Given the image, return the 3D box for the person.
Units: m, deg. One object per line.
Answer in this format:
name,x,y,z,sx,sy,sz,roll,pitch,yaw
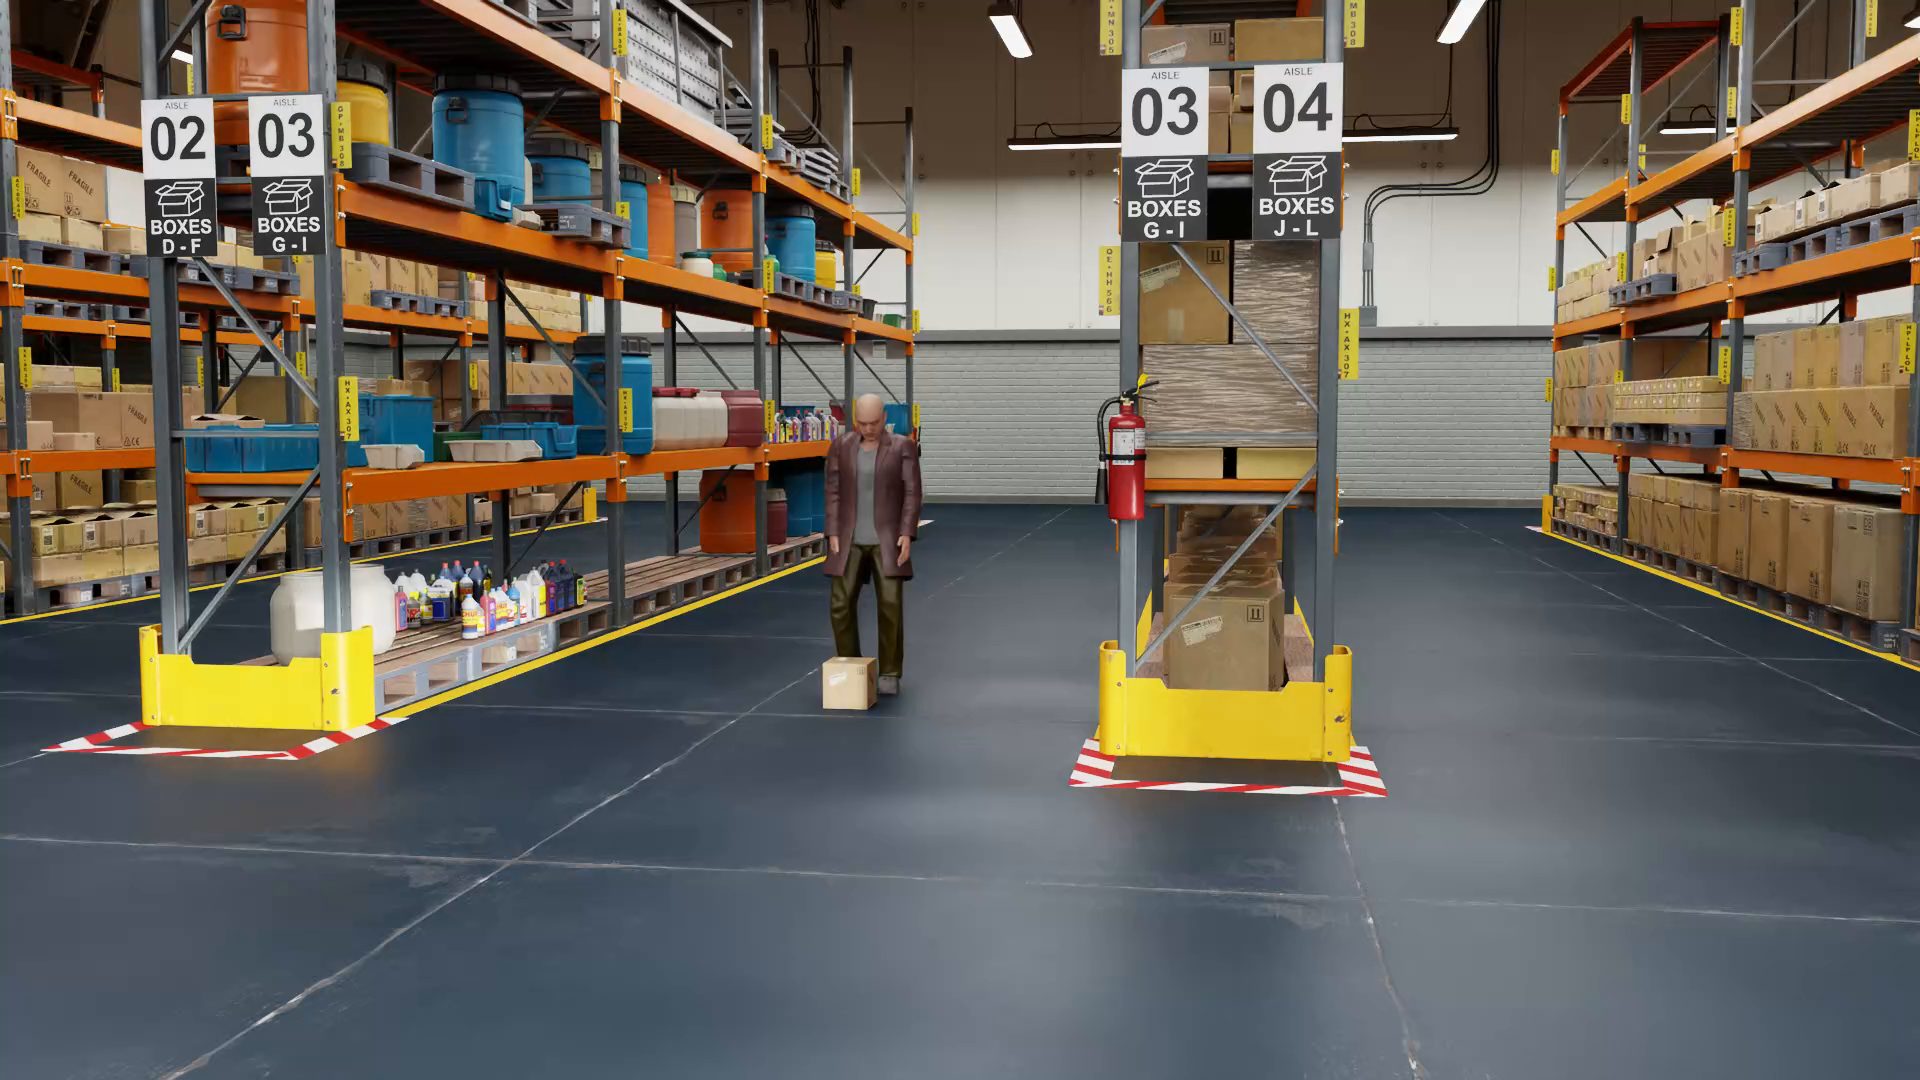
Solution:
person,-0.510,0.025,9.665,0.591,1.727,0.432,1,4,10
